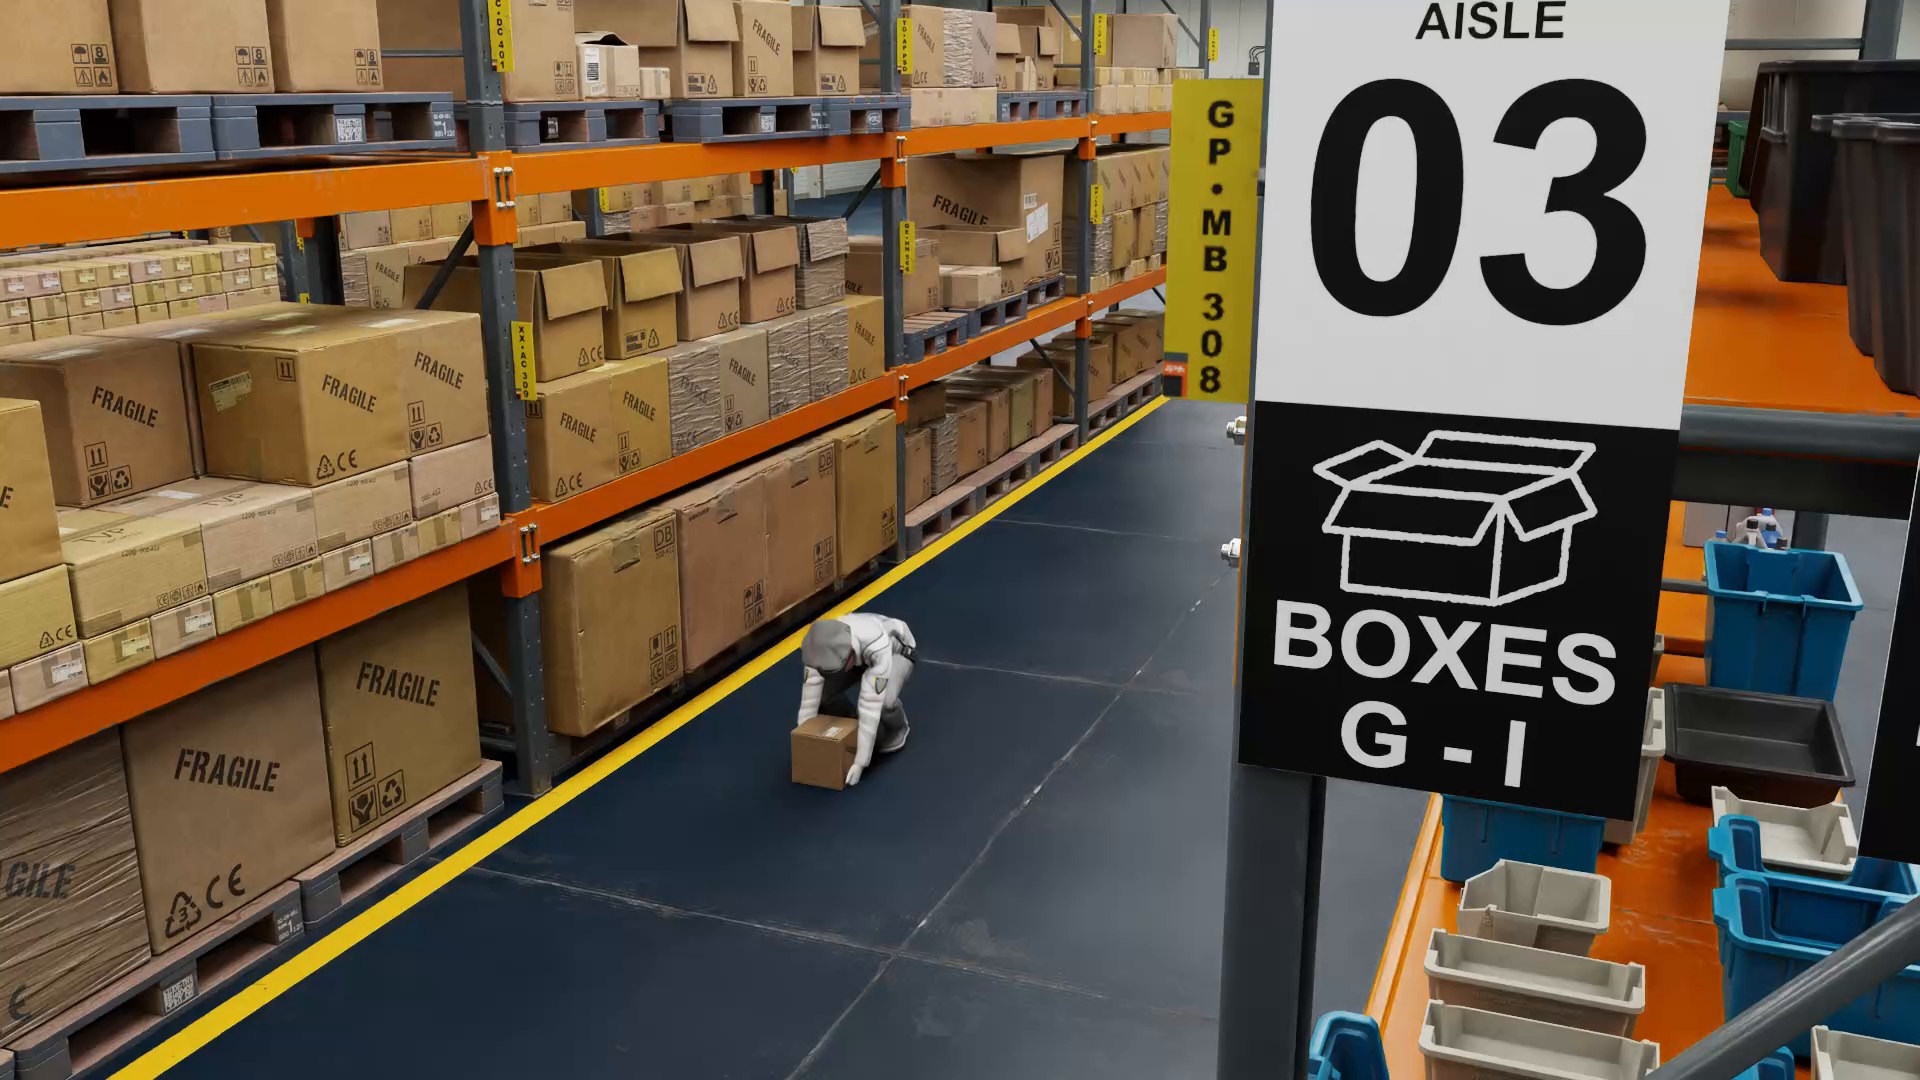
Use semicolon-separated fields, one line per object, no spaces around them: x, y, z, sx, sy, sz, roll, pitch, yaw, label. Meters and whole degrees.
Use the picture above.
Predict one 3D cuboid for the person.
-0.497;0.675;7.854;0.464;0.823;0.898;6;17;21;person
